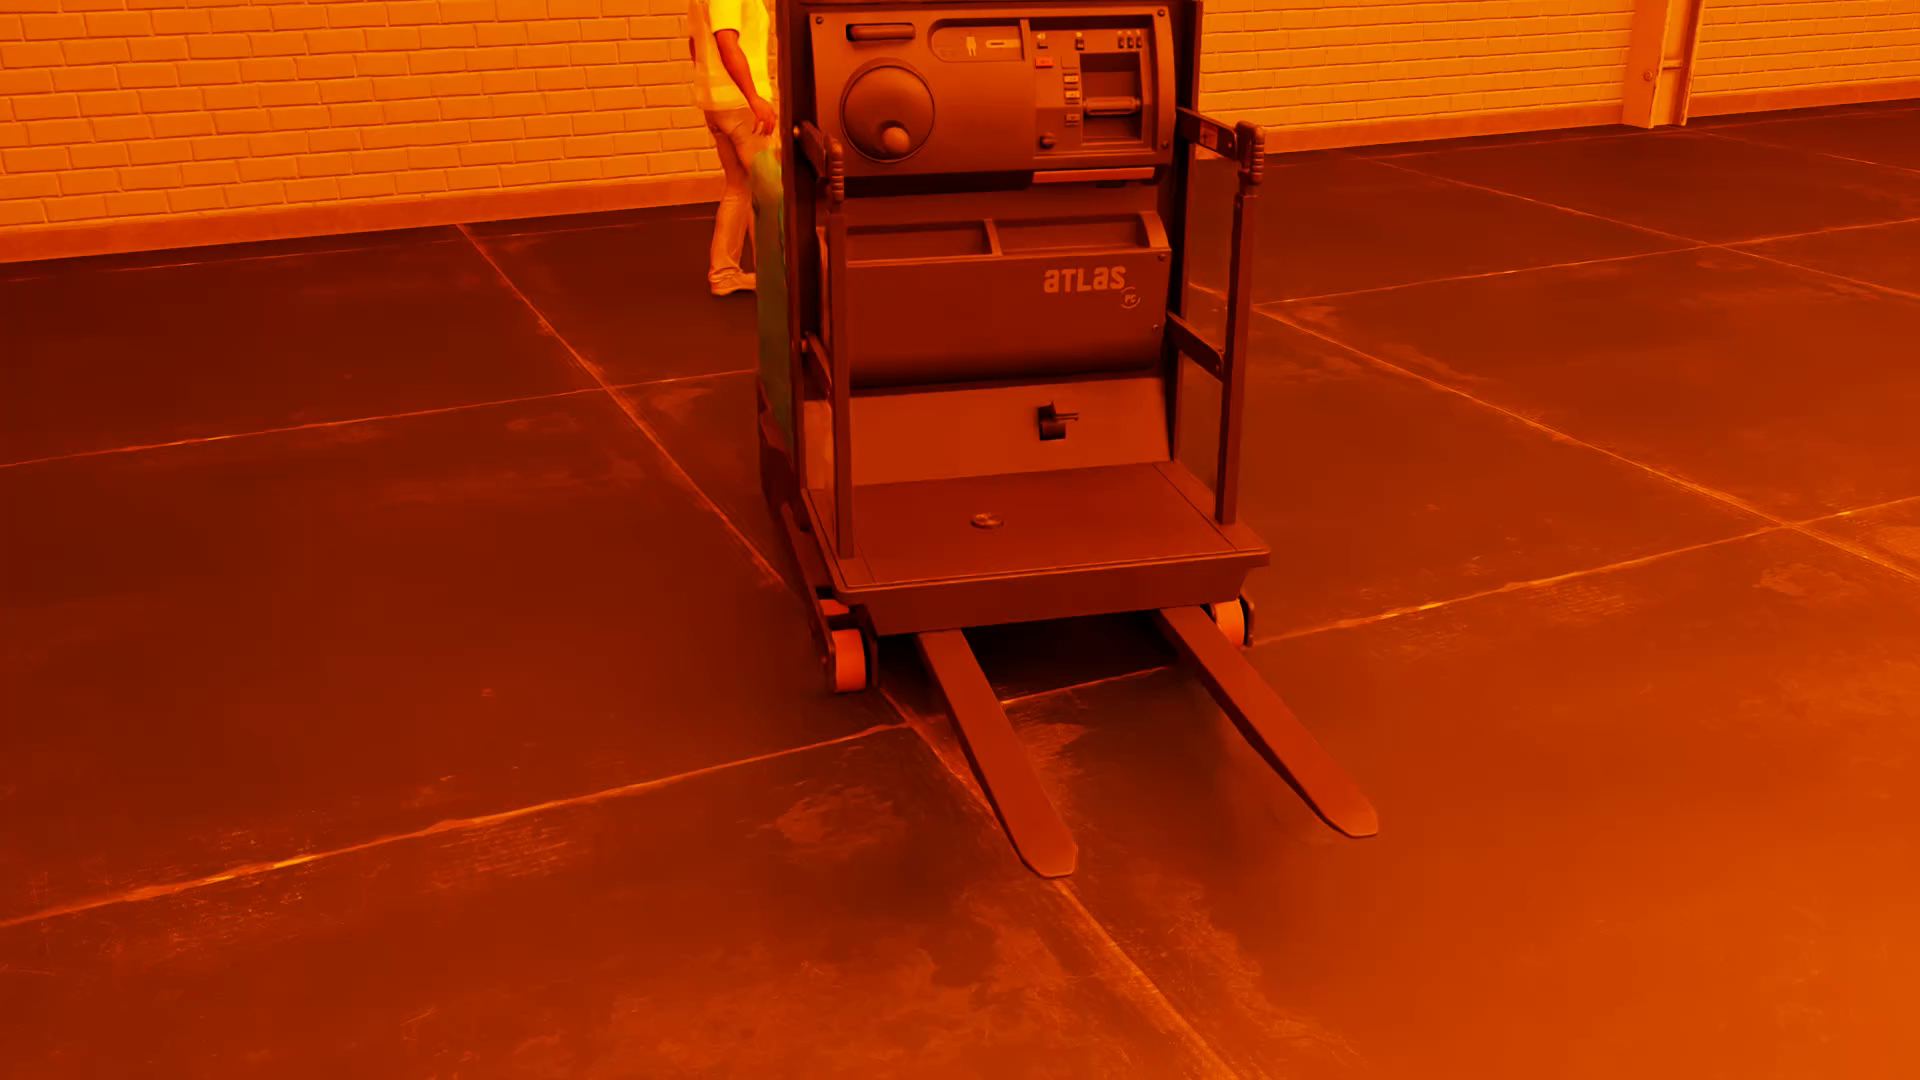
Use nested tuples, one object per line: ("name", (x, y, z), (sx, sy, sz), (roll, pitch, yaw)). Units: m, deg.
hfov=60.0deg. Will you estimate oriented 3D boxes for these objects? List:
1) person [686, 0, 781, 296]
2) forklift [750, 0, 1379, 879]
("person", (-0.961, -2.002, 7.641), (0.504, 1.755, 0.780), (-11, 25, -25))
("forklift", (0.139, -1.126, 3.995), (1.130, 2.935, 3.031), (-5, 23, -12))
